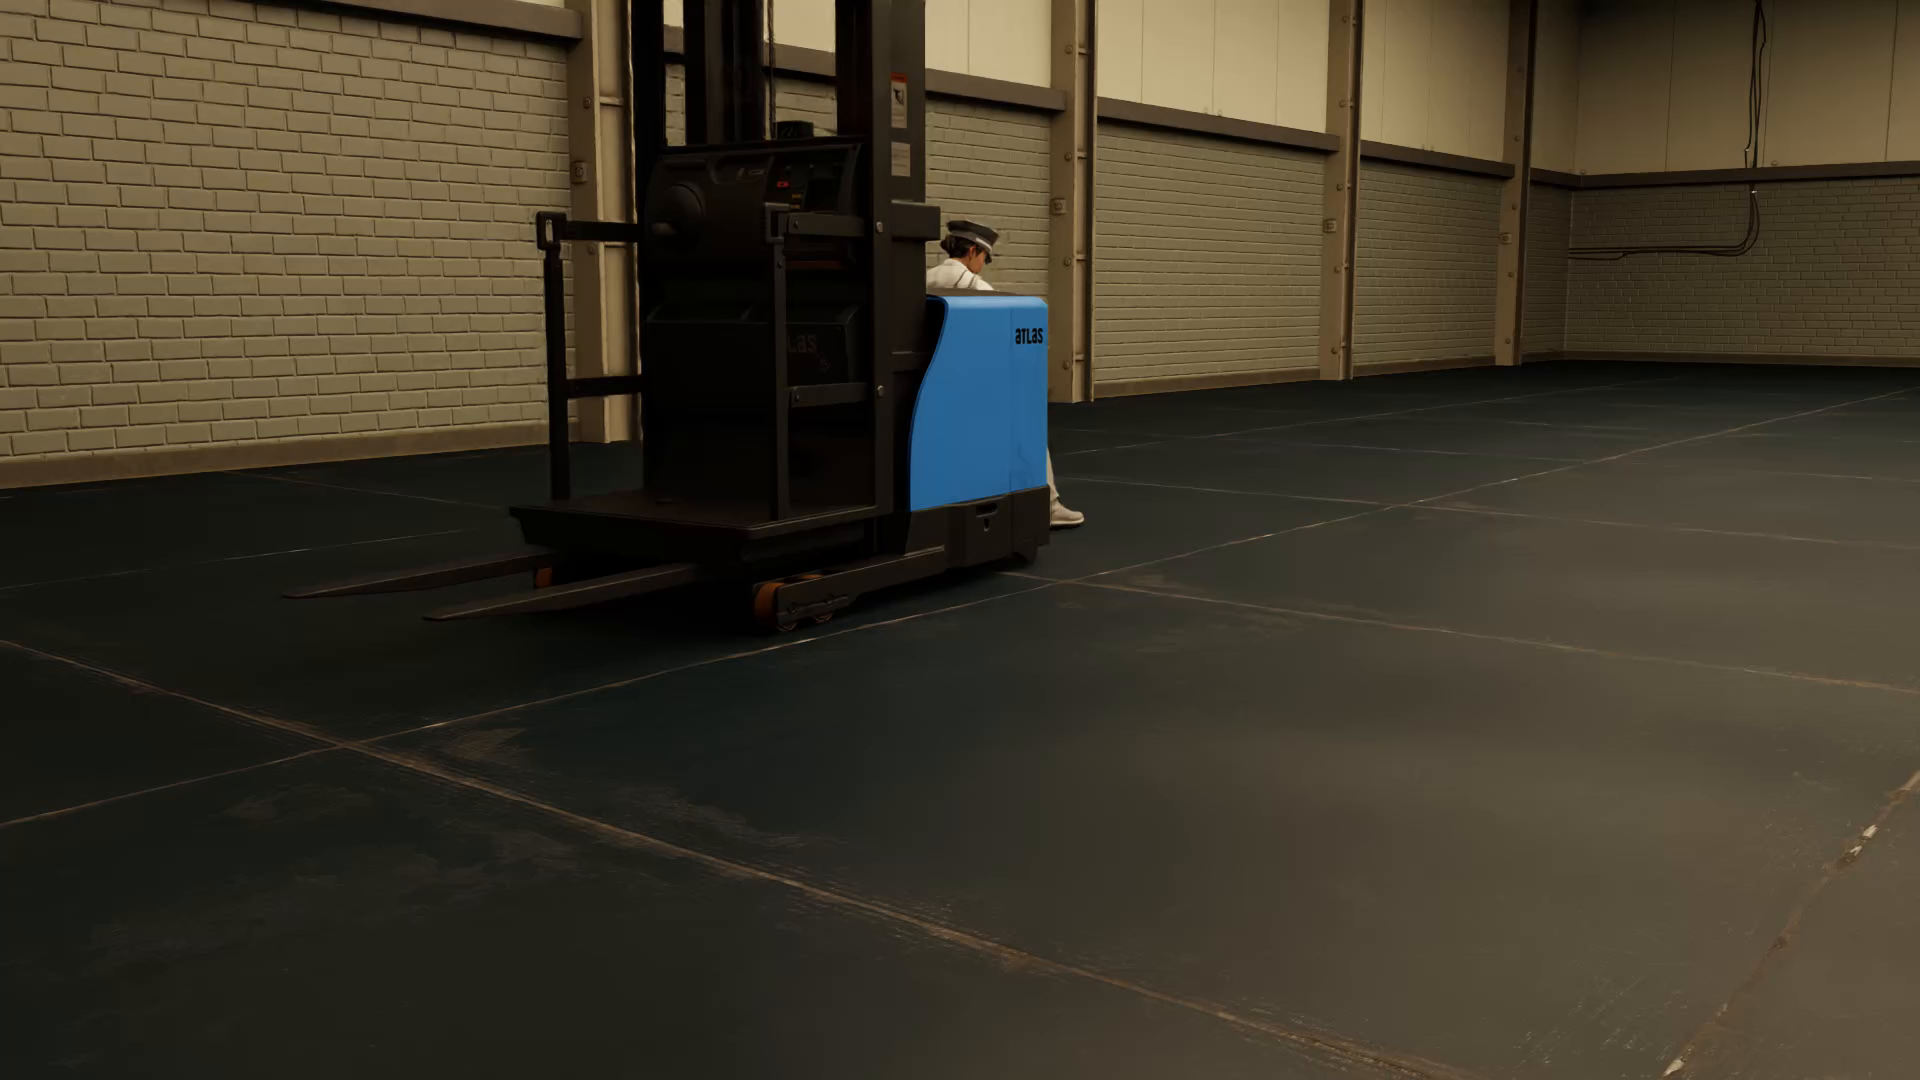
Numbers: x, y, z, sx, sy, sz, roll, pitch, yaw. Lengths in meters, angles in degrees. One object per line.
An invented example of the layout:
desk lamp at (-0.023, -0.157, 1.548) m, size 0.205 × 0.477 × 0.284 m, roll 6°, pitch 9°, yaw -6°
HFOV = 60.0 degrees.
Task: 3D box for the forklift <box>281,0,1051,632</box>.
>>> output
forklift at (-0.853, -1.229, 5.680) m, size 1.130 × 2.935 × 3.031 m, roll 5°, pitch 10°, yaw 32°

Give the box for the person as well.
person at (0.062, -0.807, 7.975) m, size 0.669 × 1.423 × 1.060 m, roll -7°, pitch 11°, yaw -41°
